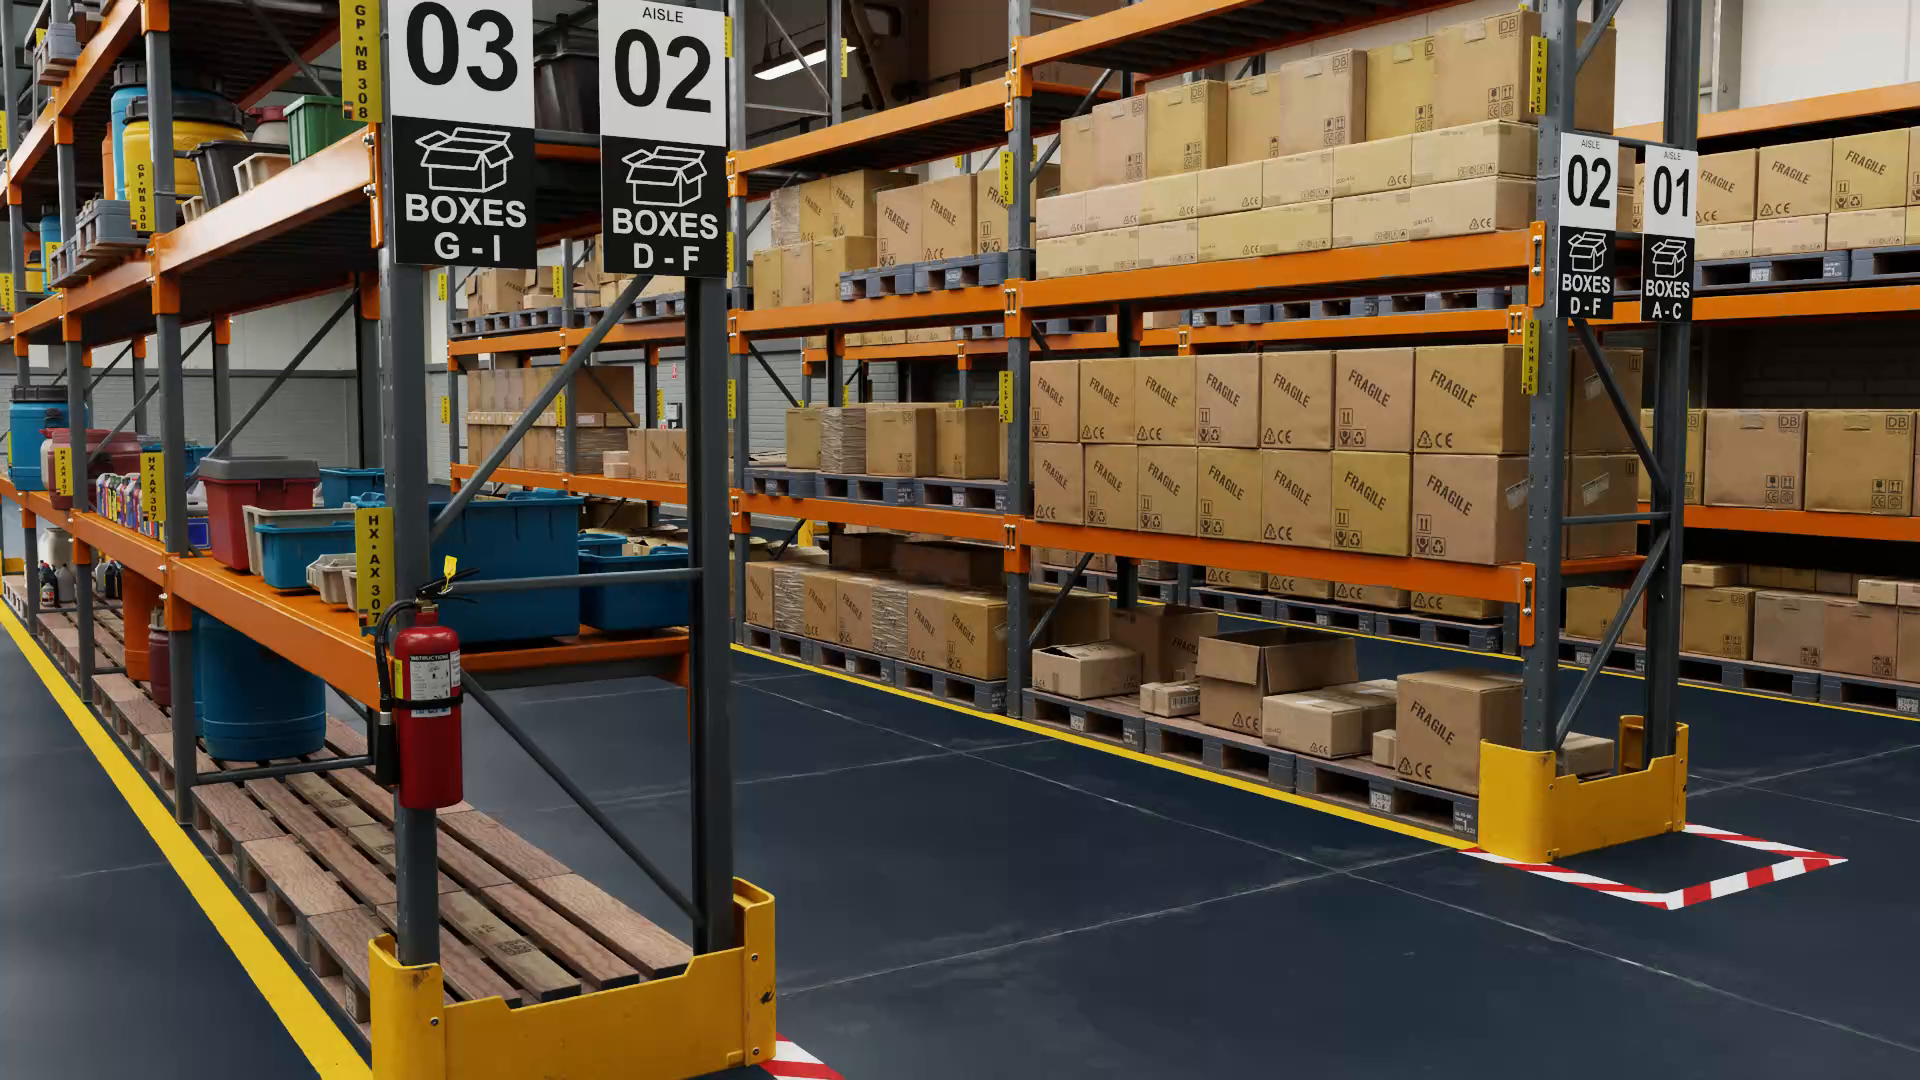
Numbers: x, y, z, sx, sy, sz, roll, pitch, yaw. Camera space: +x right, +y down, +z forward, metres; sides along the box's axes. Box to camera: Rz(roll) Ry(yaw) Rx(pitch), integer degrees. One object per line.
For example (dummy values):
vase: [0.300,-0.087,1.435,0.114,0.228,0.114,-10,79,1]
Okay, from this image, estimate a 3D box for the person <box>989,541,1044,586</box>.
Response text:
person: [0.451,-0.039,15.094,0.578,1.662,1.115,-3,6,-33]
